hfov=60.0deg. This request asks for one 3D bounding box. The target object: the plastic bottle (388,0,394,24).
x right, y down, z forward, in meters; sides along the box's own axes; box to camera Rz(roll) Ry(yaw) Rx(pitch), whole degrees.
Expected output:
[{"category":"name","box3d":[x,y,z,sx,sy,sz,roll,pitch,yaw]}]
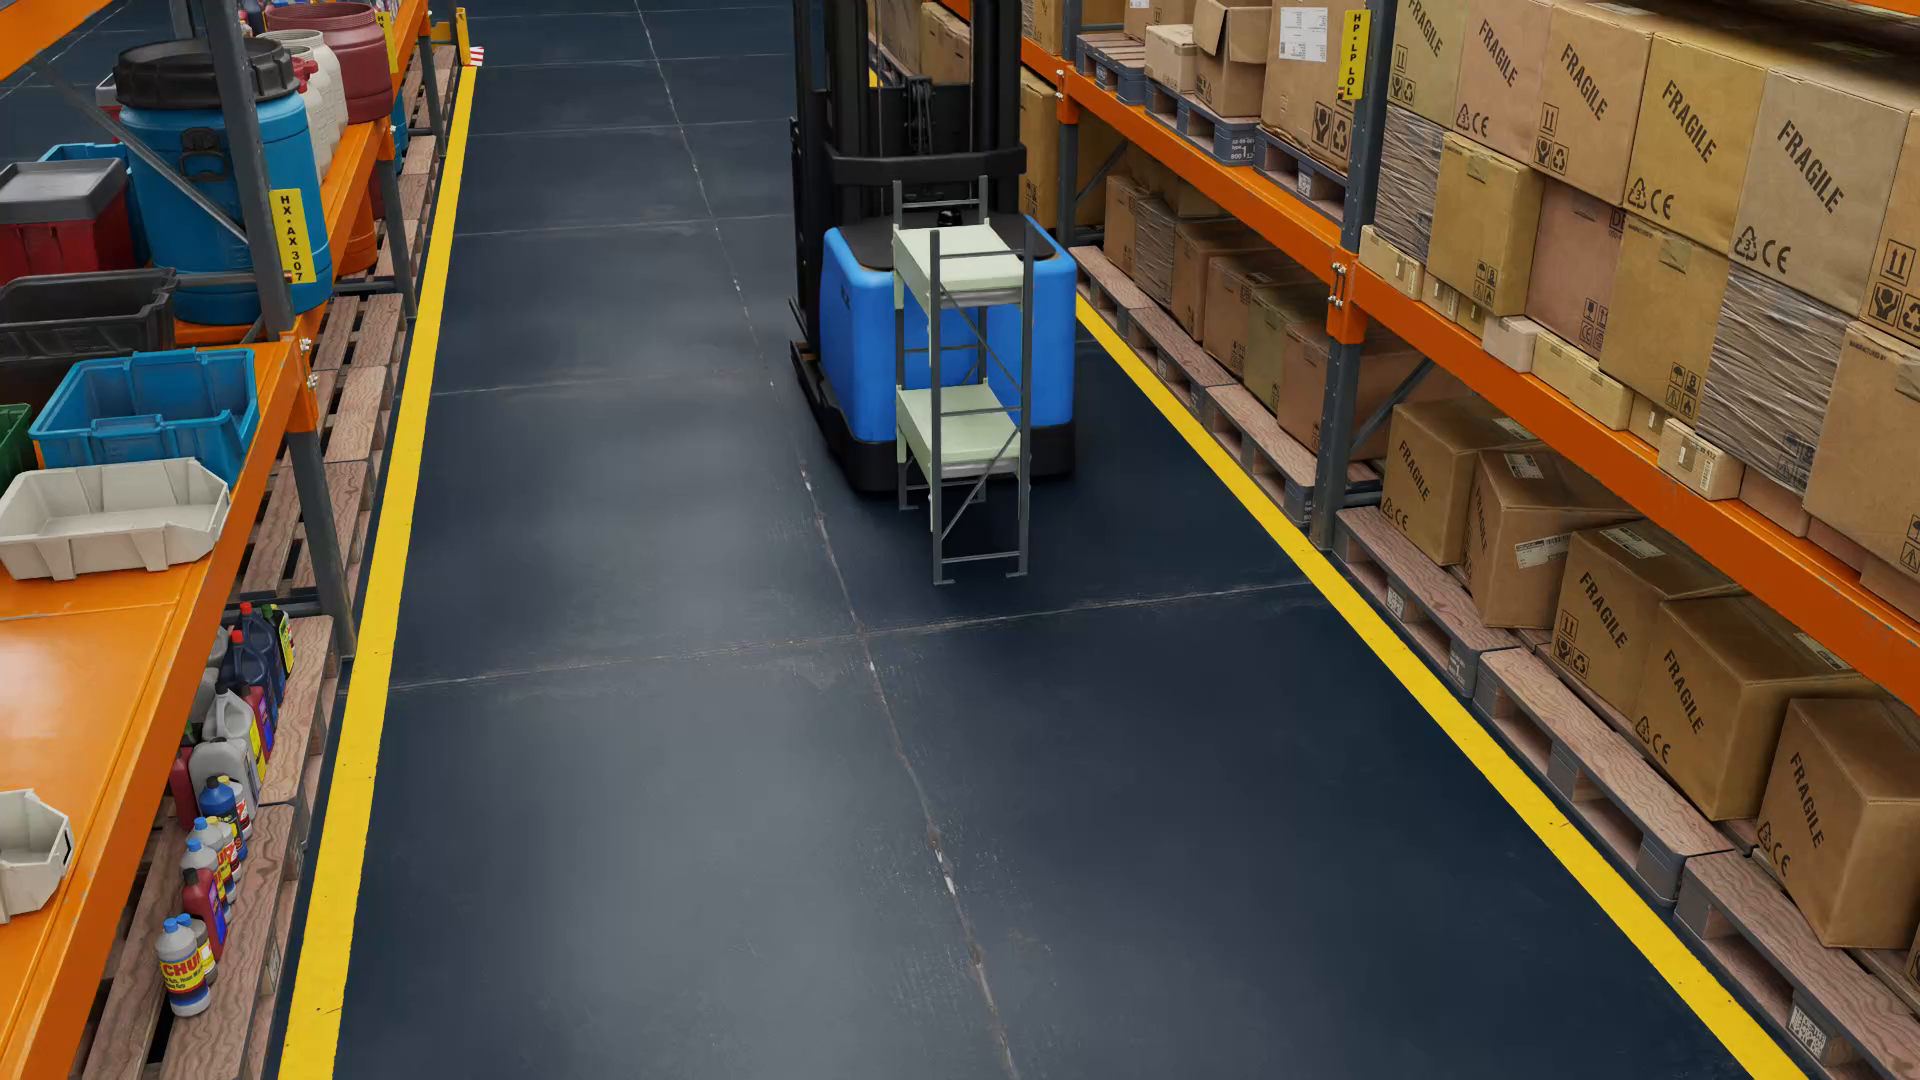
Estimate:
[{"category":"plastic bottle","box3d":[-3.929,-3.631,11.252,0.152,0.276,0.135,-6,27,-12]}]

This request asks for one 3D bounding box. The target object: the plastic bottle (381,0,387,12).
[{"category":"plastic bottle","box3d":[-3.837,-3.493,10.896,0.144,0.351,0.185,-6,27,-12]}]

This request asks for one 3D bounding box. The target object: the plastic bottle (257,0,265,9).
[{"category":"plastic bottle","box3d":[-4.487,-3.343,10.673,0.061,0.283,0.133,-6,27,-12]}]

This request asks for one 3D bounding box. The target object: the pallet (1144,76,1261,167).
[{"category":"pallet","box3d":[1.602,-2.165,8.424,1.003,0.211,1.213,-6,27,-12]}]

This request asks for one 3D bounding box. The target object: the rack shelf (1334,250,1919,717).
[{"category":"rack shelf","box3d":[2.468,-0.161,5.038,1.077,0.370,4.000,-6,27,-12]}]

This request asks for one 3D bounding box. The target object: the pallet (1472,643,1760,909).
[{"category":"pallet","box3d":[2.481,0.713,5.603,1.003,0.211,1.213,-6,27,-12]}]

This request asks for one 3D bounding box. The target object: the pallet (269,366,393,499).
[{"category":"pallet","box3d":[-3.302,-0.489,7.985,1.003,0.211,1.213,-6,27,-12]}]

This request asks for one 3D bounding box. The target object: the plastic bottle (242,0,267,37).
[{"category":"plastic bottle","box3d":[-4.470,-3.301,10.516,0.144,0.351,0.185,-6,27,-12]}]

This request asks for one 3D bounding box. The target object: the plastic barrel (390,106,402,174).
[{"category":"plastic barrel","box3d":[-4.346,-3.068,11.862,0.600,0.901,0.708,-6,27,-12]}]

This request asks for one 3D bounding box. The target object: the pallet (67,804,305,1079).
[{"category":"pallet","box3d":[-2.419,1.224,4.591,1.003,0.211,1.213,-6,27,-12]}]

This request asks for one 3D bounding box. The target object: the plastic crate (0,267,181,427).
[{"category":"plastic crate","box3d":[-2.814,-0.586,5.152,0.767,0.338,0.504,-6,27,-12]}]

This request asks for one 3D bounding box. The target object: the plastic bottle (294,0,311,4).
[{"category":"plastic bottle","box3d":[-4.521,-3.680,11.351,0.152,0.276,0.135,-6,27,-12]}]

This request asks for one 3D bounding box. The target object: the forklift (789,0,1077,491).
[{"category":"forklift","box3d":[-0.302,-2.172,8.301,1.130,2.935,3.031,-6,27,-12]}]

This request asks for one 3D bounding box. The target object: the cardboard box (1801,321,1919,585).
[{"category":"cardboard box","box3d":[2.592,-0.233,3.941,0.875,0.500,0.500,-6,27,-12]}]

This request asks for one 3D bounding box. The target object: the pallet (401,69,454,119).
[{"category":"pallet","box3d":[-5.093,-3.979,14.900,1.003,0.211,1.213,-6,27,-12]}]

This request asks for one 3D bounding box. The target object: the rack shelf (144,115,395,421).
[{"category":"rack shelf","box3d":[-3.259,-1.414,7.520,1.077,0.370,4.000,-6,27,-12]}]

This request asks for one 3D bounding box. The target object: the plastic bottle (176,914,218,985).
[{"category":"plastic bottle","box3d":[-2.035,1.079,4.401,0.097,0.201,0.097,0,27,0]}]

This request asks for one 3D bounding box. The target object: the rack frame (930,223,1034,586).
[{"category":"rack frame","box3d":[0.084,-0.506,6.588,0.400,1.500,0.023,-6,27,-12]}]

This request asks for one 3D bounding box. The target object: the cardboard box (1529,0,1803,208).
[{"category":"cardboard box","box3d":[2.097,-1.321,4.988,0.500,0.500,0.500,-6,27,-12]}]

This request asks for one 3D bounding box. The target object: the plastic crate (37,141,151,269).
[{"category":"plastic crate","box3d":[-3.360,-1.302,6.519,0.392,0.384,0.575,-6,27,-12]}]

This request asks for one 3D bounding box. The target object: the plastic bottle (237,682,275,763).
[{"category":"plastic bottle","box3d":[-2.262,0.564,5.329,0.061,0.283,0.133,-4,27,-8]}]

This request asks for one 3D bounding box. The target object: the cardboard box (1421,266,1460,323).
[{"category":"cardboard box","box3d":[1.899,-0.905,5.992,0.380,0.149,0.250,-6,27,-12]}]

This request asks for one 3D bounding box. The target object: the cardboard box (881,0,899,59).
[{"category":"cardboard box","box3d":[-0.260,-5.194,16.104,0.875,0.875,0.875,-6,27,-12]}]

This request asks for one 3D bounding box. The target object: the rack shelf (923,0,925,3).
[{"category":"rack shelf","box3d":[-0.237,-5.429,15.475,1.077,0.370,4.000,-6,27,-12]}]

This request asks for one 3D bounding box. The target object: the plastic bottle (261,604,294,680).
[{"category":"plastic bottle","box3d":[-2.379,0.337,5.779,0.061,0.283,0.133,-5,27,-9]}]

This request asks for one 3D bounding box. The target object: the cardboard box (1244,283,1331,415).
[{"category":"cardboard box","box3d":[1.811,-0.923,8.036,0.700,0.500,0.500,-6,27,-12]}]

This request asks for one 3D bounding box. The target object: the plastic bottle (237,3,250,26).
[{"category":"plastic bottle","box3d":[-4.474,-3.197,10.384,0.061,0.283,0.133,-6,27,-12]}]

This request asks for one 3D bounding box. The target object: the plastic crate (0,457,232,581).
[{"category":"plastic crate","box3d":[-2.196,-0.052,4.317,0.530,0.136,0.437,-6,27,-12]}]

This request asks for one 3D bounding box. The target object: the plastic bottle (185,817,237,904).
[{"category":"plastic bottle","box3d":[-2.112,0.899,4.680,0.097,0.271,0.097,0,27,0]}]

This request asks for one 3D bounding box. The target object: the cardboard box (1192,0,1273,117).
[{"category":"cardboard box","box3d":[1.536,-2.345,7.986,0.797,0.503,0.637,-3,27,-6]}]

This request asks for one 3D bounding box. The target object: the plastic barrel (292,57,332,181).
[{"category":"plastic barrel","box3d":[-3.073,-1.872,7.479,0.433,0.535,0.433,0,27,0]}]

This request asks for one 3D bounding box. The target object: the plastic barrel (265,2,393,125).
[{"category":"plastic barrel","box3d":[-3.310,-2.501,8.724,0.600,0.536,0.708,-6,27,-12]}]

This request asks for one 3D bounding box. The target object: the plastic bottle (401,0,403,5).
[{"category":"plastic bottle","box3d":[-4.125,-4.013,12.009,0.152,0.276,0.135,-6,27,-12]}]

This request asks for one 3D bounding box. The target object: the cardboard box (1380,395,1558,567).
[{"category":"cardboard box","box3d":[2.068,-0.252,6.728,0.500,0.500,0.500,-7,28,-13]}]

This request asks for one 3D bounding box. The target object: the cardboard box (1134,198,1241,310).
[{"category":"cardboard box","box3d":[1.424,-1.662,9.500,0.700,0.500,0.500,-8,28,-16]}]

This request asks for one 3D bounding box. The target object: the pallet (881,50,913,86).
[{"category":"pallet","box3d":[-0.159,-4.505,15.942,1.003,0.211,1.213,-6,27,-12]}]

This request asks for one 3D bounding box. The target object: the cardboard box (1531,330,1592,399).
[{"category":"cardboard box","box3d":[2.078,-0.576,5.342,0.380,0.149,0.250,-6,27,-12]}]

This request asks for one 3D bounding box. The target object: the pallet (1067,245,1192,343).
[{"category":"pallet","box3d":[1.290,-1.528,10.042,1.003,0.211,1.213,-6,27,-12]}]

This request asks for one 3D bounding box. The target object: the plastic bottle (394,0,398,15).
[{"category":"plastic bottle","box3d":[-4.012,-3.791,11.570,0.152,0.276,0.135,-6,27,-12]}]

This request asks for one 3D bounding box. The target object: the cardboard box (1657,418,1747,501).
[{"category":"cardboard box","box3d":[2.213,-0.244,4.682,0.380,0.149,0.250,-6,27,-12]}]

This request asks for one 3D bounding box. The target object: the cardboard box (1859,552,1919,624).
[{"category":"cardboard box","box3d":[2.450,0.079,4.044,0.380,0.149,0.250,-6,27,-12]}]

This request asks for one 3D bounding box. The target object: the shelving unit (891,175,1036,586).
[{"category":"shelving unit","box3d":[0.002,-0.667,6.906,0.431,1.500,0.755,-6,27,-12]}]

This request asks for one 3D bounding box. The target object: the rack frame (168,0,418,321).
[{"category":"rack frame","box3d":[-3.710,-2.613,9.098,1.000,3.000,0.127,-6,27,-12]}]

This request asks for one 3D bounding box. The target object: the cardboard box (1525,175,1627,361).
[{"category":"cardboard box","box3d":[2.347,-0.901,5.265,0.875,0.500,0.500,-6,27,-12]}]

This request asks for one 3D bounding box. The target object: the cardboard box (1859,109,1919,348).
[{"category":"cardboard box","box3d":[2.435,-0.663,3.683,0.500,0.500,0.500,-6,27,-12]}]

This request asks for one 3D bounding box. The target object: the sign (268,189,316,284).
[{"category":"sign","box3d":[-2.270,-1.031,5.657,0.100,0.325,0.005,-6,27,-12]}]

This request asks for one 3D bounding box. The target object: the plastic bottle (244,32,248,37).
[{"category":"plastic bottle","box3d":[-4.387,-3.026,10.136,0.097,0.201,0.097,0,27,0]}]

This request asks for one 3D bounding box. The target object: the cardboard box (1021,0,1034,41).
[{"category":"cardboard box","box3d":[0.656,-3.571,10.886,0.500,0.500,0.500,-6,27,-12]}]

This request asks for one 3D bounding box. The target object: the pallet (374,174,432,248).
[{"category":"pallet","box3d":[-4.200,-2.244,11.462,1.003,0.211,1.213,-6,27,-12]}]

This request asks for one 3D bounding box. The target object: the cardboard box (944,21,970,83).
[{"category":"cardboard box","box3d":[0.580,-3.440,12.628,1.225,0.875,0.875,-7,28,-13]}]

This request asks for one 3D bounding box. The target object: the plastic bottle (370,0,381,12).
[{"category":"plastic bottle","box3d":[-3.708,-3.295,10.579,0.061,0.283,0.133,-6,27,-12]}]

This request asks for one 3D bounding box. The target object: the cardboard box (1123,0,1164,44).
[{"category":"cardboard box","box3d":[1.276,-3.115,9.515,0.500,0.500,0.500,-9,28,-18]}]

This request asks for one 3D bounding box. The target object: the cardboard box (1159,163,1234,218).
[{"category":"cardboard box","box3d":[1.425,-2.008,9.353,0.500,0.250,0.500,-3,27,-6]}]

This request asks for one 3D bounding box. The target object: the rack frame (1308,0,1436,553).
[{"category":"rack frame","box3d":[2.017,-1.360,6.615,1.000,3.000,0.127,-6,27,-12]}]

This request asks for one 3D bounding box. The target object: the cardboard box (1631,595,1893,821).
[{"category":"cardboard box","box3d":[2.503,0.513,5.212,0.500,0.500,0.500,-3,27,-7]}]

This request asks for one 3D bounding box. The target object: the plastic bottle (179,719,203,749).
[{"category":"plastic bottle","box3d":[-2.361,0.661,5.138,0.061,0.283,0.133,-6,27,-12]}]

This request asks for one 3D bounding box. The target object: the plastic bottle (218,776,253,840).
[{"category":"plastic bottle","box3d":[-2.180,0.796,4.961,0.097,0.201,0.097,0,27,0]}]
